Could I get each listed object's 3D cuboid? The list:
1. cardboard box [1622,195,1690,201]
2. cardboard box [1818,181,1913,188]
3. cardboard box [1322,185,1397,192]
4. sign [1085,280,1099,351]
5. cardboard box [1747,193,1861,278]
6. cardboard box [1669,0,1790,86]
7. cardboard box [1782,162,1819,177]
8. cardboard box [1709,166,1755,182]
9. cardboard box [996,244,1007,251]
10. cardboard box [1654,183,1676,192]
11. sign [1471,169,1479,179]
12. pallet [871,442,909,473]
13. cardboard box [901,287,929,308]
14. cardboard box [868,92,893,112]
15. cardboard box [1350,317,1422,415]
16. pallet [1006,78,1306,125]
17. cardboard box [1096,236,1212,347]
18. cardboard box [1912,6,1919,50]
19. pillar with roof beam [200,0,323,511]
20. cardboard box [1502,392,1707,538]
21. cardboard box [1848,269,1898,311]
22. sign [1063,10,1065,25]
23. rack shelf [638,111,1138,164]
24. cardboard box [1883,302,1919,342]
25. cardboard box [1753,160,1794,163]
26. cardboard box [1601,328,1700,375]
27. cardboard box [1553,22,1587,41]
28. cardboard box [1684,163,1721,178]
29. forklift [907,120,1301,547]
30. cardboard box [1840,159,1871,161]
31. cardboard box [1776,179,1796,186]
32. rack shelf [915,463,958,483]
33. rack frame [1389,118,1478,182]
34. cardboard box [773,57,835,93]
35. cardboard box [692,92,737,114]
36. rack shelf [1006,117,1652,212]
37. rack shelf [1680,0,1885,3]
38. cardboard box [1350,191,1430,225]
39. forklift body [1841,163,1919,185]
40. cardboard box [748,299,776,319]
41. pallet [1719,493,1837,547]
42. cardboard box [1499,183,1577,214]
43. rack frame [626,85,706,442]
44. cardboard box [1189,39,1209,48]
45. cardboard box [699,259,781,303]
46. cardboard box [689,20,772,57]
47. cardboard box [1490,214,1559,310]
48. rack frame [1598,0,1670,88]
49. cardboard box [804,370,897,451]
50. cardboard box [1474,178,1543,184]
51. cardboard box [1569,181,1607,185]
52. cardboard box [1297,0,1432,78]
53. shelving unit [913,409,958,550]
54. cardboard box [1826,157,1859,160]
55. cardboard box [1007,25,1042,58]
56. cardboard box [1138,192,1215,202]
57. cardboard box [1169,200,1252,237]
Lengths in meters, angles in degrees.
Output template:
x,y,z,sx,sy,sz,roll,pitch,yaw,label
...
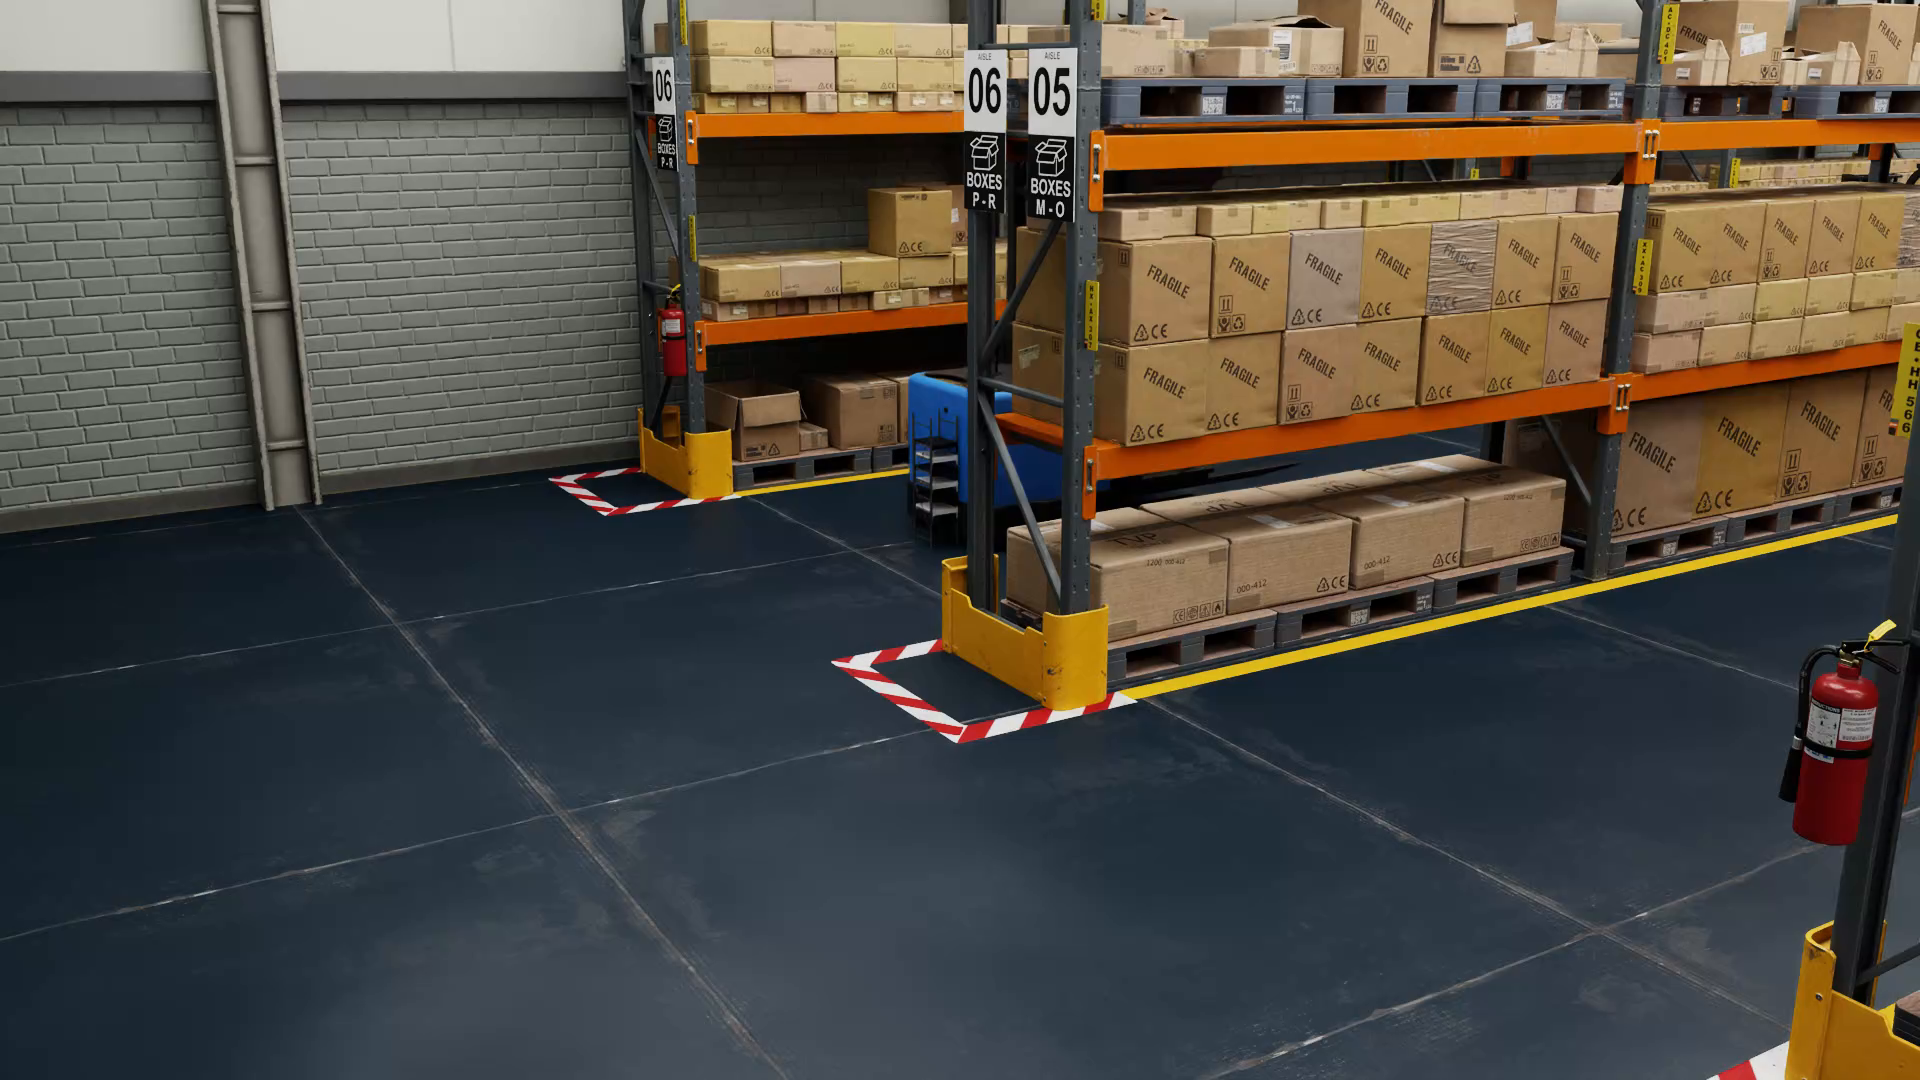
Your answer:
x,y,z,sx,sy,sz,roll,pitch,yaw,label
4.467,-2.020,11.020,0.500,0.500,0.500,-9,18,-29,cardboard box
6.654,-2.370,12.270,0.500,0.500,0.500,-10,18,-32,cardboard box
2.301,-1.965,9.624,0.250,0.149,0.380,-9,18,-30,cardboard box
0.626,-1.066,7.905,0.005,0.325,0.100,-9,18,-30,sign
5.592,-2.040,11.093,0.500,0.500,0.500,-10,18,-31,cardboard box
4.679,-3.047,10.200,0.500,0.500,0.500,-10,18,-31,cardboard box
9.561,-4.233,19.016,0.250,0.149,0.380,-9,18,-30,cardboard box
8.498,-4.036,18.311,0.250,0.149,0.380,-9,18,-29,cardboard box
0.482,-2.315,13.838,0.500,0.250,0.500,-9,18,-30,cardboard box
7.445,-3.756,17.865,0.250,0.149,0.380,-9,18,-30,cardboard box
4.931,-3.395,15.967,0.005,0.325,0.100,-9,18,-30,sign
-0.422,-0.836,14.000,1.213,0.211,1.003,-9,18,-30,pallet
-0.446,-1.958,13.304,0.250,0.149,0.380,-9,18,-28,cardboard box
-0.714,-3.374,12.797,0.250,0.149,0.380,-9,18,-30,cardboard box
2.190,-1.006,9.255,0.500,0.500,0.500,-9,18,-28,cardboard box
0.976,-2.248,8.477,1.213,0.211,1.003,-9,18,-30,pallet
0.903,-1.271,8.348,0.500,0.500,0.500,-10,18,-31,cardboard box
6.452,-3.366,11.338,0.500,0.500,0.700,-10,19,-32,cardboard box
-2.773,-3.615,7.633,0.400,9.000,9.100,-9,18,-30,pillar with roof beam
4.264,-0.580,11.081,0.875,0.875,0.875,-9,18,-28,cardboard box
6.053,-1.747,11.436,0.500,0.250,0.500,-10,18,-31,cardboard box
0.926,-4.455,14.501,0.005,0.325,0.100,-9,18,-30,sign
-0.500,-3.264,13.273,4.000,0.370,1.077,-9,18,-30,rack shelf
6.473,-1.575,11.750,0.500,0.250,0.500,-9,18,-29,cardboard box
9.538,-4.373,19.514,0.250,0.149,0.380,-9,18,-28,cardboard box
4.287,-1.224,10.498,0.500,0.250,0.500,-10,18,-31,cardboard box
5.771,-4.881,16.558,0.500,0.500,0.700,-10,18,-31,cardboard box
8.427,-4.200,18.896,0.250,0.149,0.380,-10,18,-31,cardboard box
1.145,-1.644,11.844,3.031,2.935,1.130,-10,18,-31,forklift
10.645,-4.416,19.668,0.250,0.149,0.380,-9,18,-29,cardboard box
9.161,-3.996,18.722,0.250,0.149,0.380,-9,18,-29,cardboard box
-0.165,-0.460,11.173,0.200,0.077,0.258,-10,18,-31,rack shelf
4.643,-3.000,16.556,0.127,3.000,1.000,-9,18,-30,rack frame
-1.268,-3.478,12.428,0.500,0.250,0.500,-9,18,-29,cardboard box
-1.821,-3.202,12.184,0.250,0.149,0.380,-9,18,-29,cardboard box
2.060,-2.116,9.178,4.000,0.370,1.077,-9,18,-30,rack shelf
9.786,-6.184,18.873,4.000,0.370,1.077,-9,18,-30,rack shelf
2.343,-1.821,9.110,0.250,0.149,0.380,-9,18,-30,cardboard box
10.815,-3.018,18.191,1.214,2.155,2.313,-9,18,-30,forklift body
-1.597,-1.796,12.724,0.250,0.149,0.380,-9,18,-28,cardboard box
5.444,-0.249,11.907,1.213,0.211,1.003,-9,18,-30,pallet
3.392,-2.010,9.785,0.250,0.149,0.380,-9,18,-28,cardboard box
-2.214,-1.888,12.589,0.127,3.000,1.000,-9,18,-30,rack frame
1.888,-4.155,14.068,0.250,0.149,0.380,-9,18,-29,cardboard box
-1.687,-1.960,12.572,0.500,0.250,0.500,-9,18,-29,cardboard box
-1.705,-3.648,12.109,0.500,0.250,0.500,-9,18,-30,cardboard box
3.073,-1.628,9.622,0.500,0.500,0.500,-10,18,-31,cardboard box
3.774,-4.185,9.668,0.127,3.000,1.000,-9,18,-30,rack frame
-0.888,-1.060,13.486,0.500,0.500,0.700,-8,18,-27,cardboard box
3.370,-2.155,10.299,0.250,0.149,0.380,-10,18,-31,cardboard box
6.754,-3.789,17.982,0.250,0.149,0.380,-9,18,-30,cardboard box
2.151,-2.729,8.881,0.500,0.500,0.500,-9,18,-29,cardboard box
-0.165,-0.405,11.188,0.210,0.900,0.258,-10,18,-31,shelving unit
10.642,-4.550,20.147,0.250,0.149,0.380,-9,18,-29,cardboard box
0.475,-4.002,13.372,0.500,0.250,0.500,-10,18,-31,cardboard box
1.170,-1.800,9.035,0.250,0.149,0.380,-9,18,-28,cardboard box
1.262,-1.630,8.428,0.250,0.149,0.380,-9,18,-28,cardboard box
